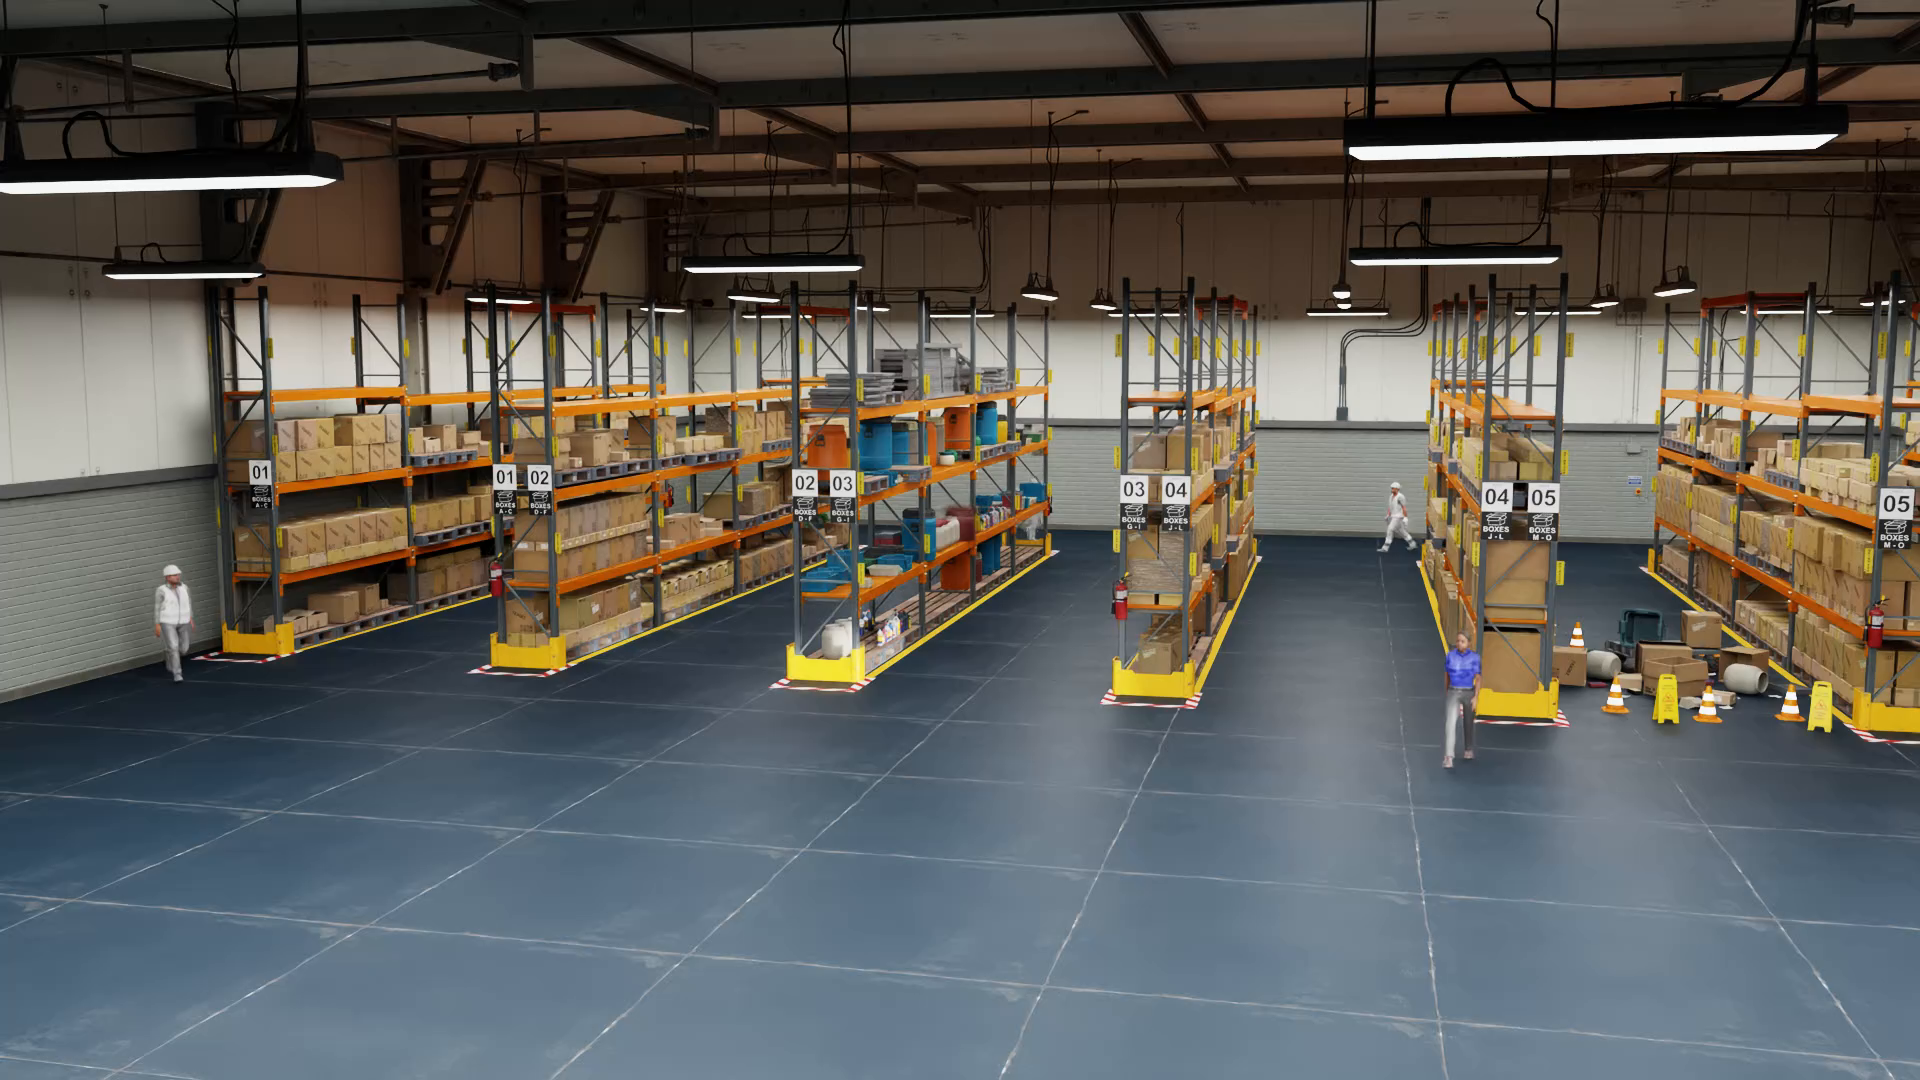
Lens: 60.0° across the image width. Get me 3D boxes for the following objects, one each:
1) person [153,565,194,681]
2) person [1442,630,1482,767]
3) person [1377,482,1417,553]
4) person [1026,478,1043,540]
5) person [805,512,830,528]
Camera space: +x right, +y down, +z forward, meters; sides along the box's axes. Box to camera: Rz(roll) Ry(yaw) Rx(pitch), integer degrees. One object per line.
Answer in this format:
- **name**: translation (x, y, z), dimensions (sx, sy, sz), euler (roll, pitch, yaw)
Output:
- **person**: translation (-11.930, 1.233, 25.218), dimensions (0.903, 1.740, 0.570), euler (6, 9, 43)
- **person**: translation (6.032, 1.892, 19.995), dimensions (0.462, 1.607, 0.947), euler (3, 7, 25)
- **person**: translation (10.730, -0.552, 40.816), dimensions (1.069, 1.745, 0.539), euler (-1, 7, -5)
- **person**: translation (1.921, -0.782, 43.024), dimensions (0.466, 1.655, 0.495), euler (3, 7, 22)
- **person**: translation (-3.725, -0.792, 42.917), dimensions (0.910, 1.740, 0.616), euler (0, 7, 1)
